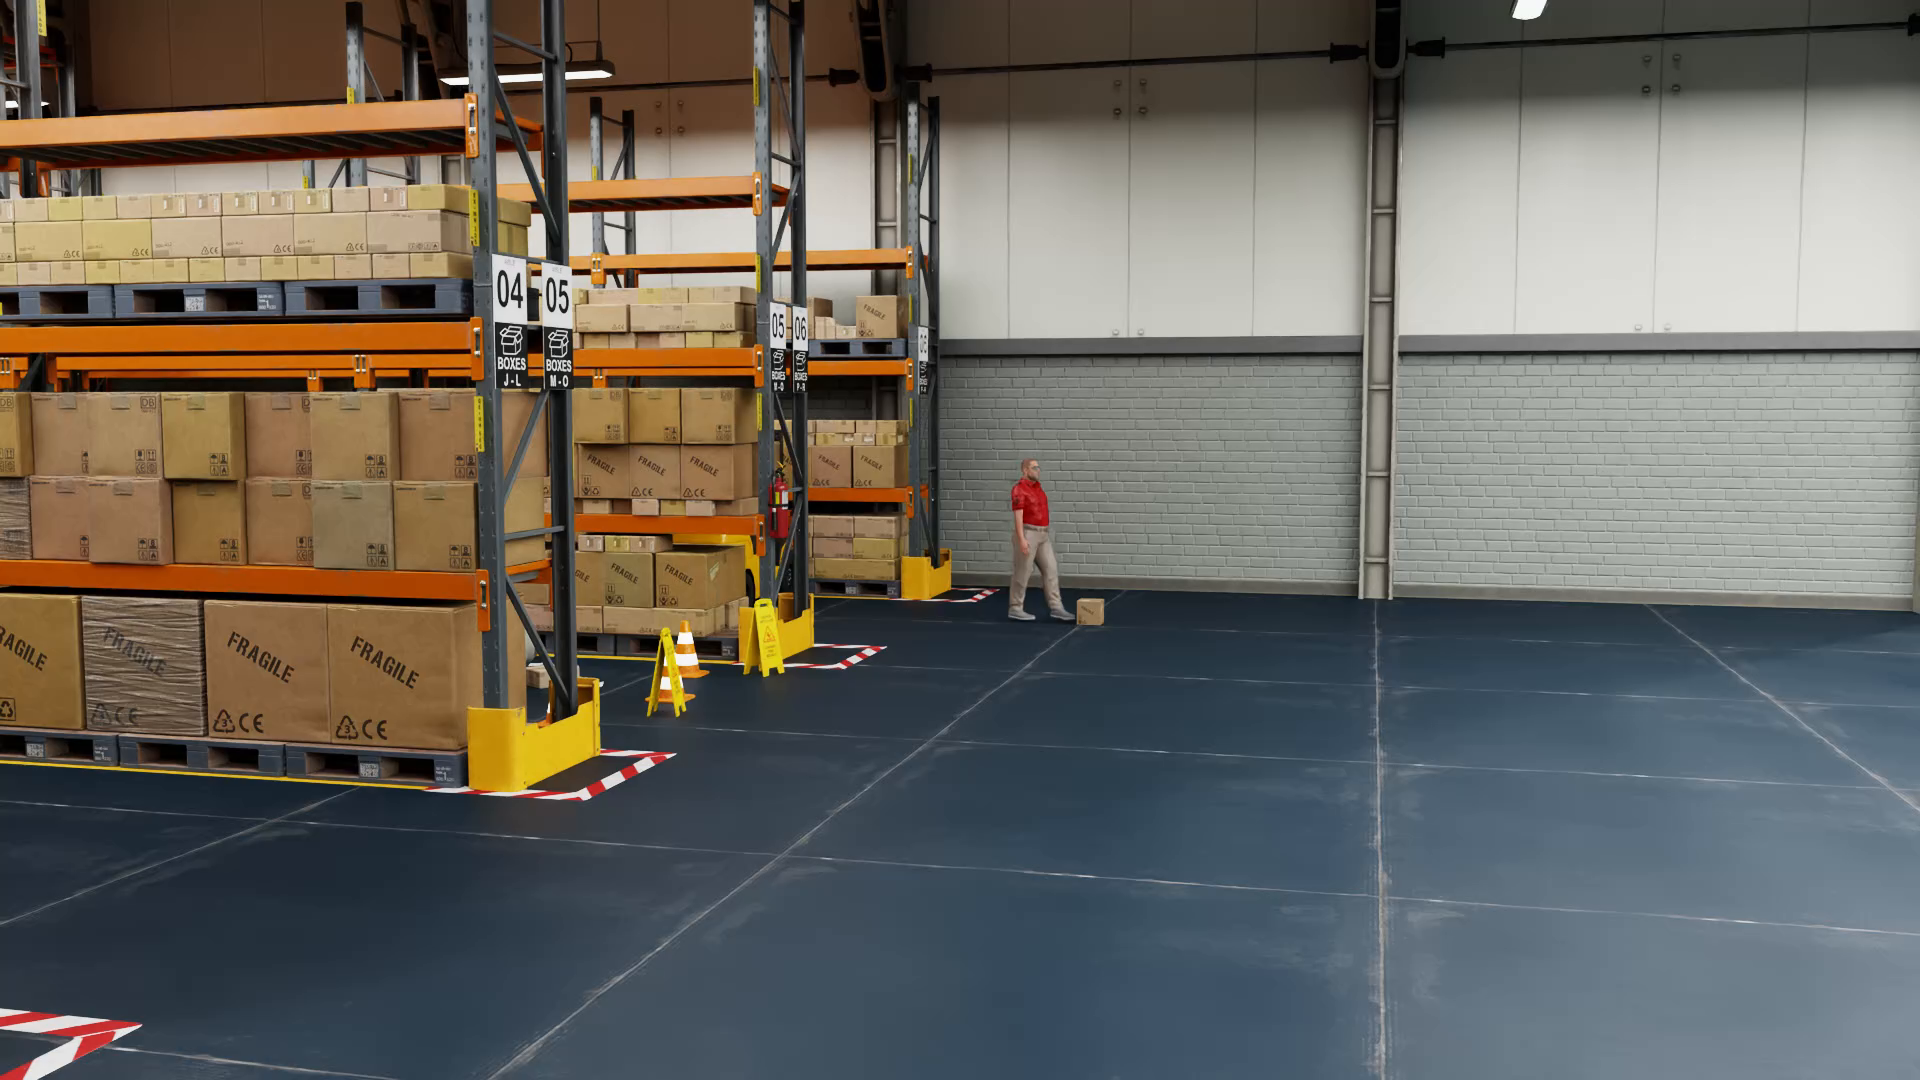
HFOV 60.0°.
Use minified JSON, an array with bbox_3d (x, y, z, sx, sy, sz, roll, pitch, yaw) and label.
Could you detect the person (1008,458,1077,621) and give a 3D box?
[{"bbox_3d":[0.856,-0.002,17.536,0.726,1.714,0.547,3,6,35],"label":"person"}]
